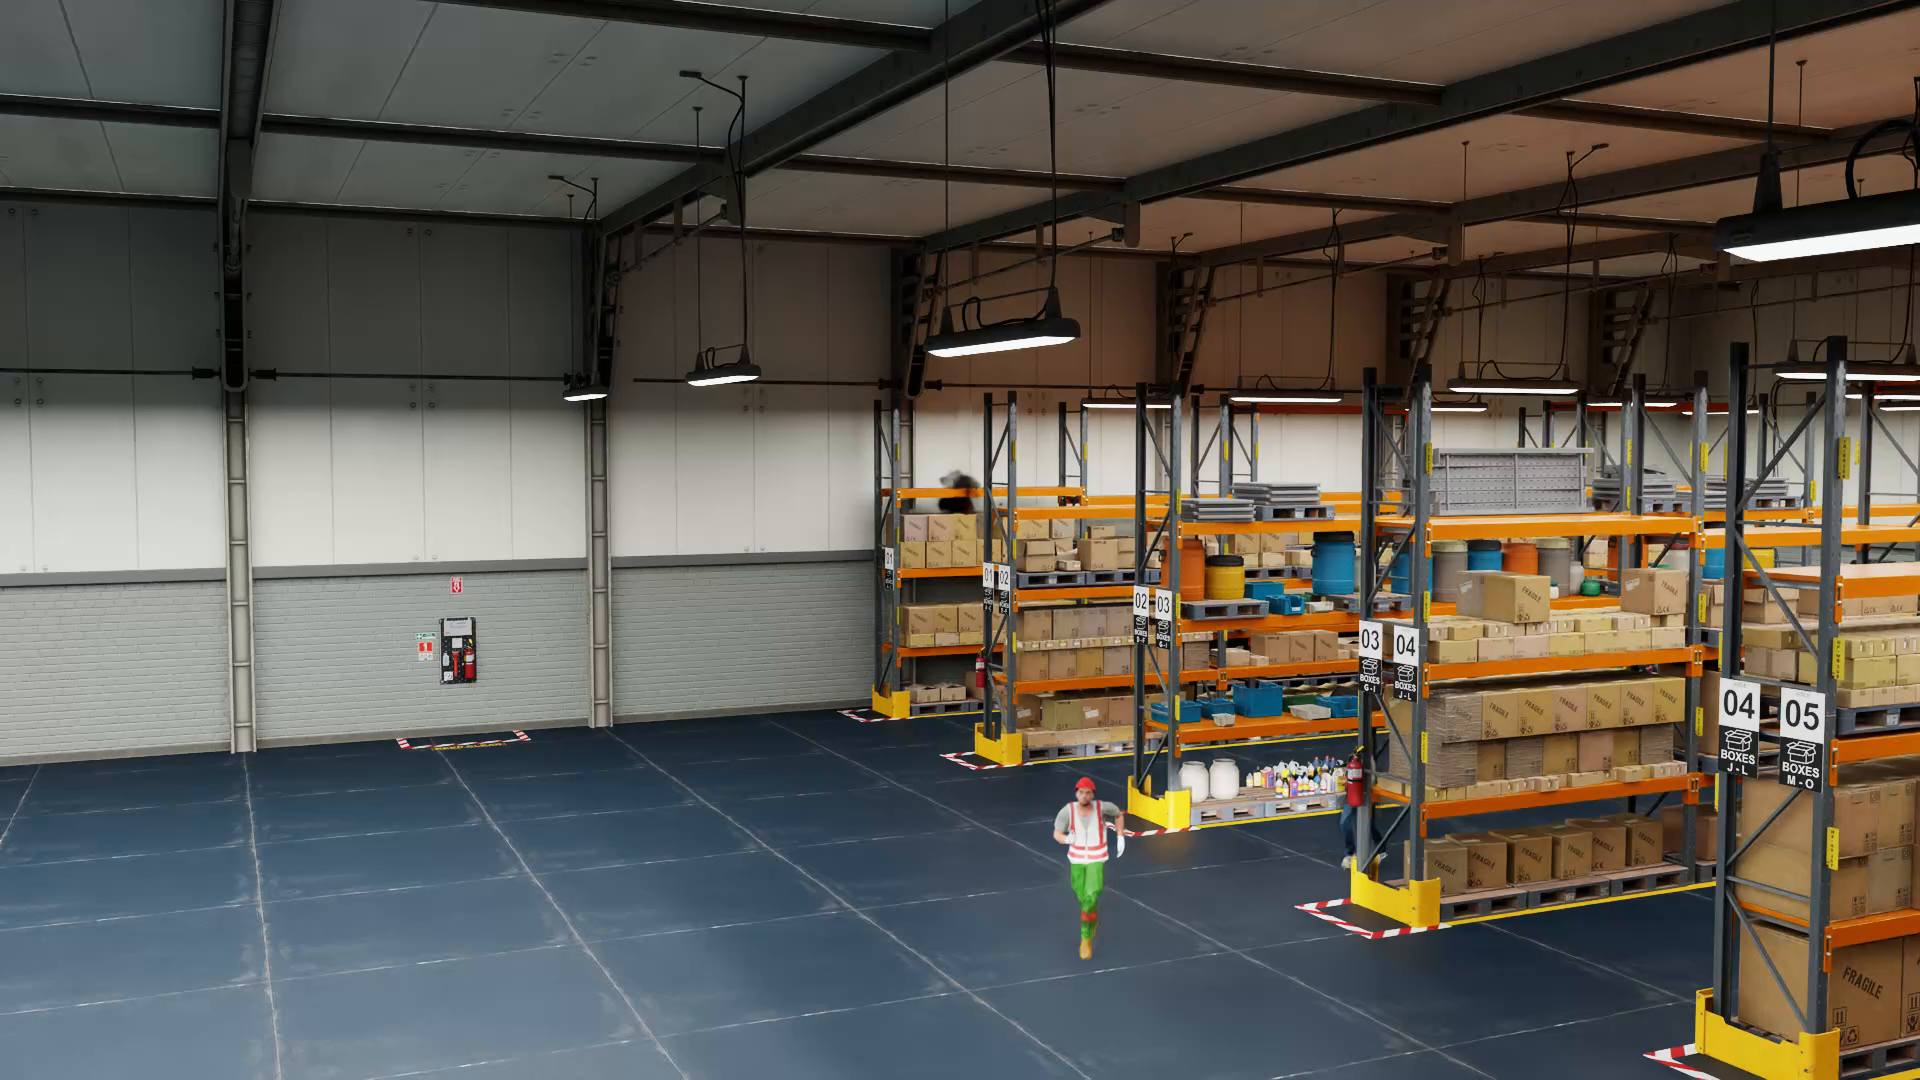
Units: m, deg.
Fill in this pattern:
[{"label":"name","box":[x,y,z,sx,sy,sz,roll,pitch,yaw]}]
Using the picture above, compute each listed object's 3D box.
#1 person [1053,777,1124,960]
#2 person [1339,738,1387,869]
[{"label":"person","box":[1.307,3.291,16.926,0.693,1.815,0.865,1,3,11]},{"label":"person","box":[4.885,3.186,20.218,0.710,1.641,0.505,-2,4,-29]}]
